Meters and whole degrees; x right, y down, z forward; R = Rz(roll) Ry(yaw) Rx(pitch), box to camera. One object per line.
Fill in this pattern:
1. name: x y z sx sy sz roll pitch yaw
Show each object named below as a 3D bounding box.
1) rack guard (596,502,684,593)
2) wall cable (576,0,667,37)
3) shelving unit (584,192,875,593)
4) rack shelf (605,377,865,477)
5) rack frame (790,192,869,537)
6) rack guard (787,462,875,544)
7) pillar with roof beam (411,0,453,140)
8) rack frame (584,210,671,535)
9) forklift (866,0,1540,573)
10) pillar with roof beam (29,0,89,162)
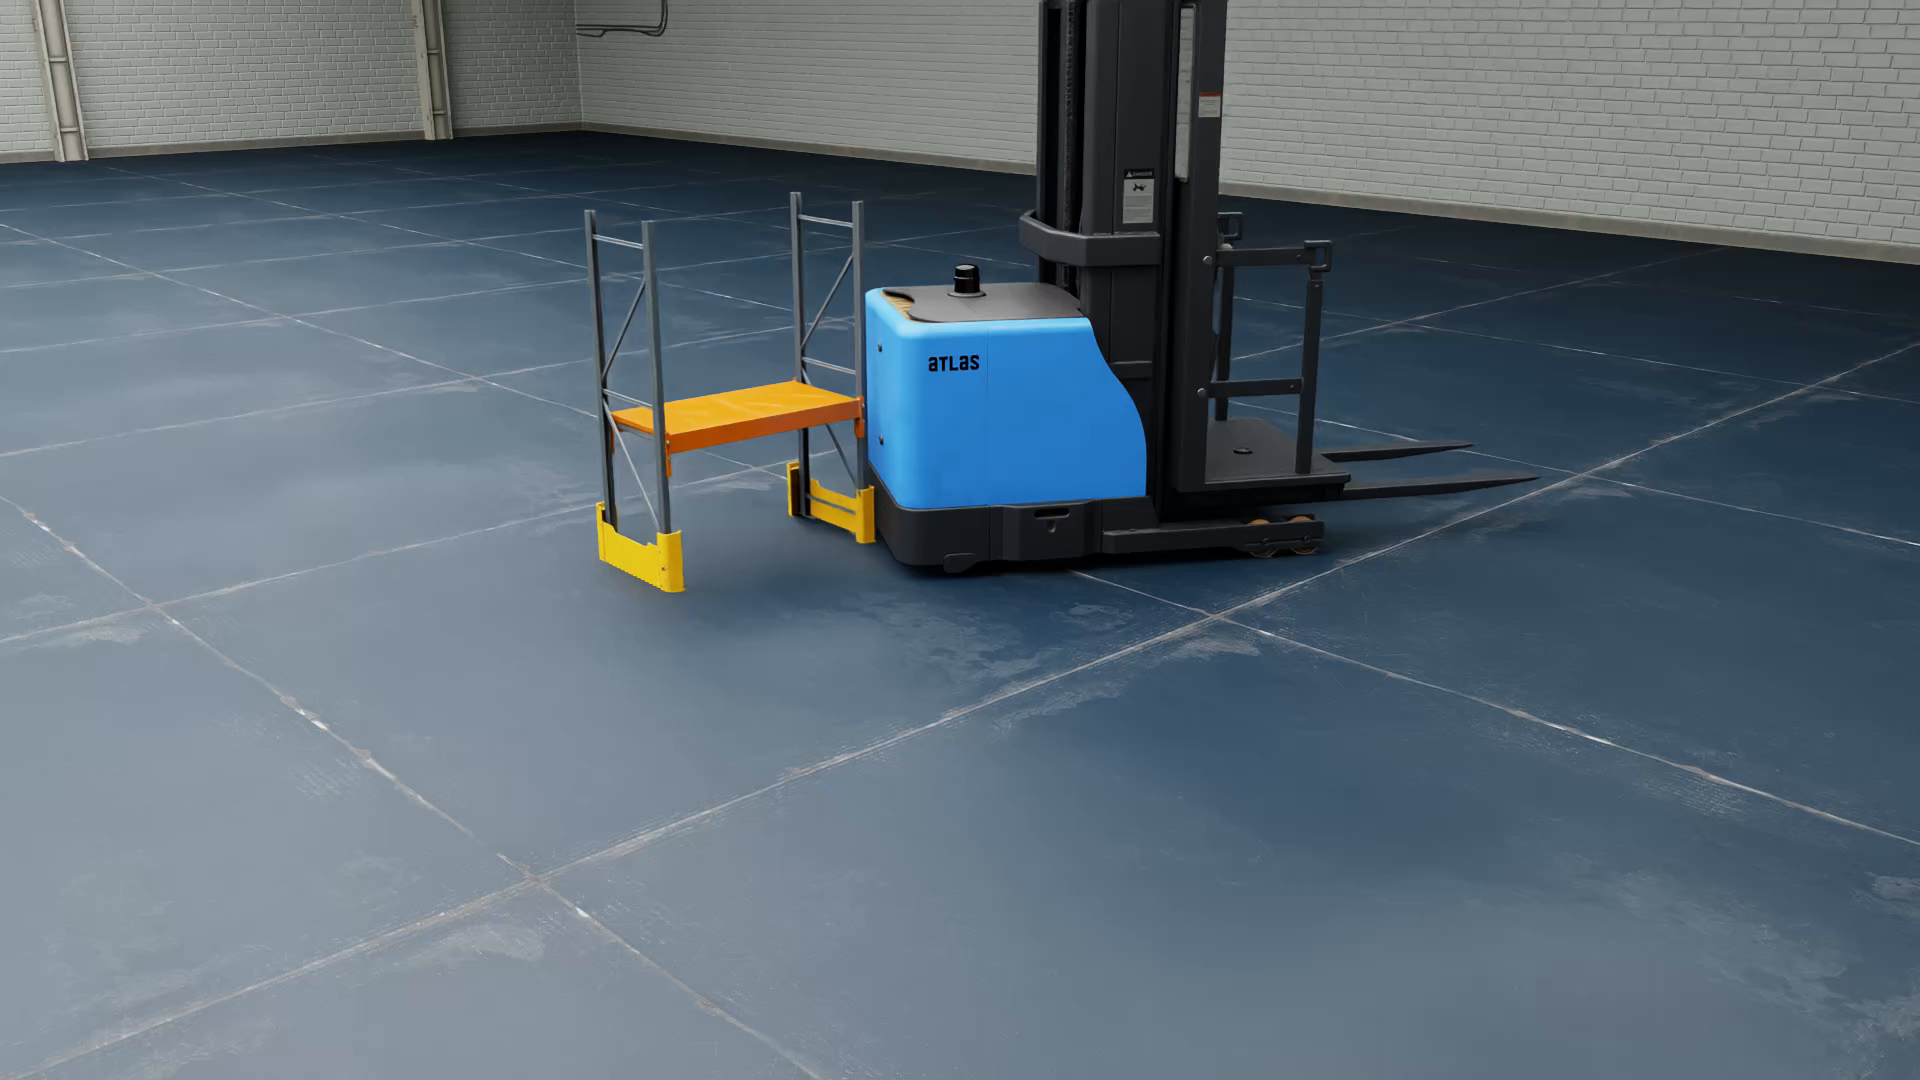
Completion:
1. rack guard: -1.352 0.025 7.003 0.087 0.250 0.587 -15 23 -38
2. wall cable: -6.115 -10.187 29.349 0.112 2.526 3.097 -16 24 -41
3. shelving unit: -0.973 -0.670 7.118 1.083 1.500 0.587 -15 23 -38
4. rack shelf: -0.966 -0.500 7.179 1.000 0.185 0.538 -15 23 -38
5. rack frame: -0.580 -0.773 7.438 0.032 1.500 0.500 -15 23 -38
6. rack guard: -0.594 -0.175 7.619 0.087 0.250 0.587 -15 23 -38
7. pillar with roof beam: -6.207 -10.372 24.883 0.400 9.000 9.100 -16 24 -41
8. rack frame: -1.353 -0.570 6.810 0.032 1.500 0.500 -15 23 -38
9. forklift: 1.120 -1.470 7.268 3.031 2.935 1.130 -4 18 -12
10. pillar with roof beam: -10.566 -9.100 20.962 0.400 9.000 9.100 -16 24 -41
